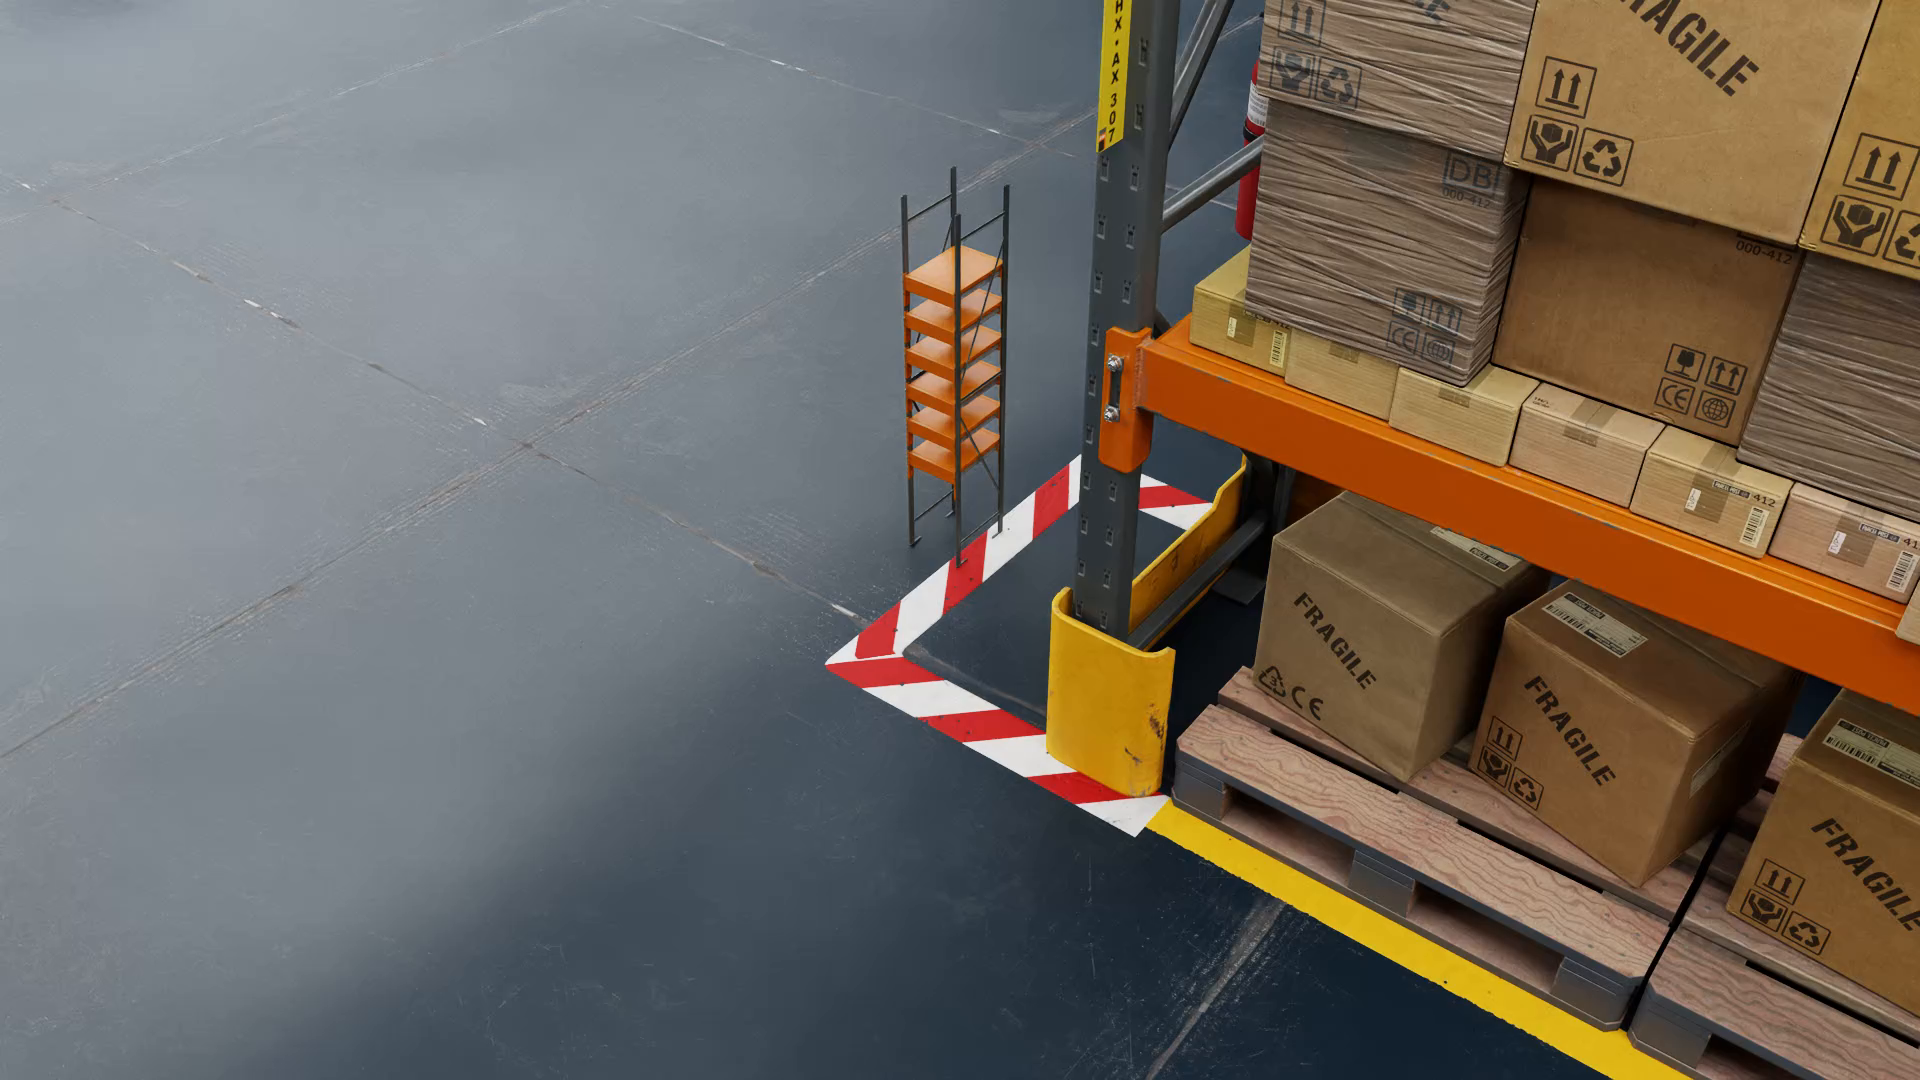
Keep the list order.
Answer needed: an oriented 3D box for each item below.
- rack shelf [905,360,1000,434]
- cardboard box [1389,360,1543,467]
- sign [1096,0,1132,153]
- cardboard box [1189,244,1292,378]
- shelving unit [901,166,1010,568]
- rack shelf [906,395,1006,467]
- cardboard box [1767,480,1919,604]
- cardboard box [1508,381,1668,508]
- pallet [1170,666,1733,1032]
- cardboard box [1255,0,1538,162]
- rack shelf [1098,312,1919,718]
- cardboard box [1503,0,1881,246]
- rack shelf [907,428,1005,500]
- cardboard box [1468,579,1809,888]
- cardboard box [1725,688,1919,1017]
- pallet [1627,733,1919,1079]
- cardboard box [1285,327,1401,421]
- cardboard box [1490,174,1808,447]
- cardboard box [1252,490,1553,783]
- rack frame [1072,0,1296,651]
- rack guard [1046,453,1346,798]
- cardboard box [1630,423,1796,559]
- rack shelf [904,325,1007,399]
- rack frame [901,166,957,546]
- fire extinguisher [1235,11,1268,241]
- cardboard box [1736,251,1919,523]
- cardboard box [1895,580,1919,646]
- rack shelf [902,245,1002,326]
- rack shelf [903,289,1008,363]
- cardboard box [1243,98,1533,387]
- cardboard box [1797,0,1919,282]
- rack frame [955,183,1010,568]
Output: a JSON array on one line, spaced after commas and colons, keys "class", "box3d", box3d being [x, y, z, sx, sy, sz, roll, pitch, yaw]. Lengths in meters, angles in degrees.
[{"class": "rack shelf", "box3d": [-0.012, -0.443, 4.915, 0.180, 0.103, 0.258, 25, 45, 29]}, {"class": "cardboard box", "box3d": [1.097, -0.337, 3.451, 0.250, 0.149, 0.380, 25, 45, 29]}, {"class": "sign", "box3d": [0.309, -0.939, 3.314, 0.005, 0.325, 0.100, 25, 45, 29]}, {"class": "cardboard box", "box3d": [0.720, -0.541, 3.712, 0.250, 0.149, 0.380, 25, 45, 29]}, {"class": "shelving unit", "box3d": [-0.012, -0.478, 4.887, 0.189, 1.200, 0.258, 25, 45, 29]}, {"class": "rack shelf", "box3d": [-0.012, -0.349, 4.988, 0.180, 0.103, 0.258, 25, 45, 29]}, {"class": "cardboard box", "box3d": [1.717, -0.076, 3.118, 0.250, 0.149, 0.380, 25, 45, 29]}, {"class": "cardboard box", "box3d": [1.308, -0.254, 3.345, 0.250, 0.149, 0.380, 25, 45, 29]}, {"class": "pallet", "box3d": [1.323, 0.584, 4.332, 1.213, 0.211, 1.003, 25, 45, 29]}, {"class": "cardboard box", "box3d": [0.910, -1.074, 3.056, 0.500, 0.500, 0.500, 25, 45, 29]}, {"class": "rack shelf", "box3d": [2.227, 0.169, 3.185, 4.000, 0.370, 1.077, 25, 45, 29]}, {"class": "cardboard box", "box3d": [1.303, -0.884, 2.812, 0.500, 0.500, 0.500, 25, 45, 29]}, {"class": "rack shelf", "box3d": [-0.012, -0.254, 5.062, 0.180, 0.103, 0.258, 25, 45, 29]}, {"class": "cardboard box", "box3d": [1.620, 0.404, 3.987, 0.500, 0.500, 0.500, -25, 45, -29]}, {"class": "cardboard box", "box3d": [2.106, 0.648, 3.676, 0.500, 0.500, 0.500, 30, 47, 32]}, {"class": "pallet", "box3d": [2.288, 1.041, 3.749, 1.213, 0.211, 1.003, 25, 45, 29]}, {"class": "cardboard box", "box3d": [0.907, -0.438, 3.580, 0.250, 0.149, 0.380, 25, 45, 29]}, {"class": "cardboard box", "box3d": [1.529, -0.672, 3.353, 0.500, 0.500, 0.875, 25, 45, 29]}, {"class": "cardboard box", "box3d": [1.124, 0.197, 4.252, 0.500, 0.500, 0.500, -29, 46, -32]}, {"class": "rack frame", "box3d": [0.639, -0.864, 3.920, 0.127, 3.000, 1.000, 25, 45, 29]}, {"class": "rack guard", "box3d": [0.699, 0.149, 4.654, 0.348, 0.500, 1.175, 25, 45, 29]}, {"class": "cardboard box", "box3d": [1.502, -0.157, 3.221, 0.250, 0.149, 0.380, 25, 45, 29]}, {"class": "rack shelf", "box3d": [-0.012, -0.538, 4.841, 0.180, 0.103, 0.258, 25, 45, 29]}, {"class": "rack frame", "box3d": [-0.084, -0.512, 4.931, 0.006, 1.200, 0.240, 25, 45, 29]}, {"class": "fire extinguisher", "box3d": [0.828, -1.102, 4.287, 0.183, 0.674, 0.296, 25, 45, 29]}, {"class": "cardboard box", "box3d": [1.900, -0.464, 3.087, 0.500, 0.500, 0.875, 25, 45, 29]}, {"class": "cardboard box", "box3d": [1.853, 0.068, 2.934, 0.250, 0.149, 0.380, 25, 45, 29]}, {"class": "rack shelf", "box3d": [-0.012, -0.727, 4.693, 0.180, 0.103, 0.258, 25, 45, 29]}, {"class": "rack shelf", "box3d": [-0.012, -0.632, 4.767, 0.180, 0.103, 0.258, 25, 45, 29]}, {"class": "cardboard box", "box3d": [1.059, -0.801, 3.517, 0.500, 0.500, 0.875, 25, 45, 29]}, {"class": "cardboard box", "box3d": [1.701, -0.697, 2.574, 0.500, 0.500, 0.500, 25, 45, 29]}, {"class": "rack frame", "box3d": [0.061, -0.444, 4.843, 0.006, 1.200, 0.240, 25, 45, 29]}]
